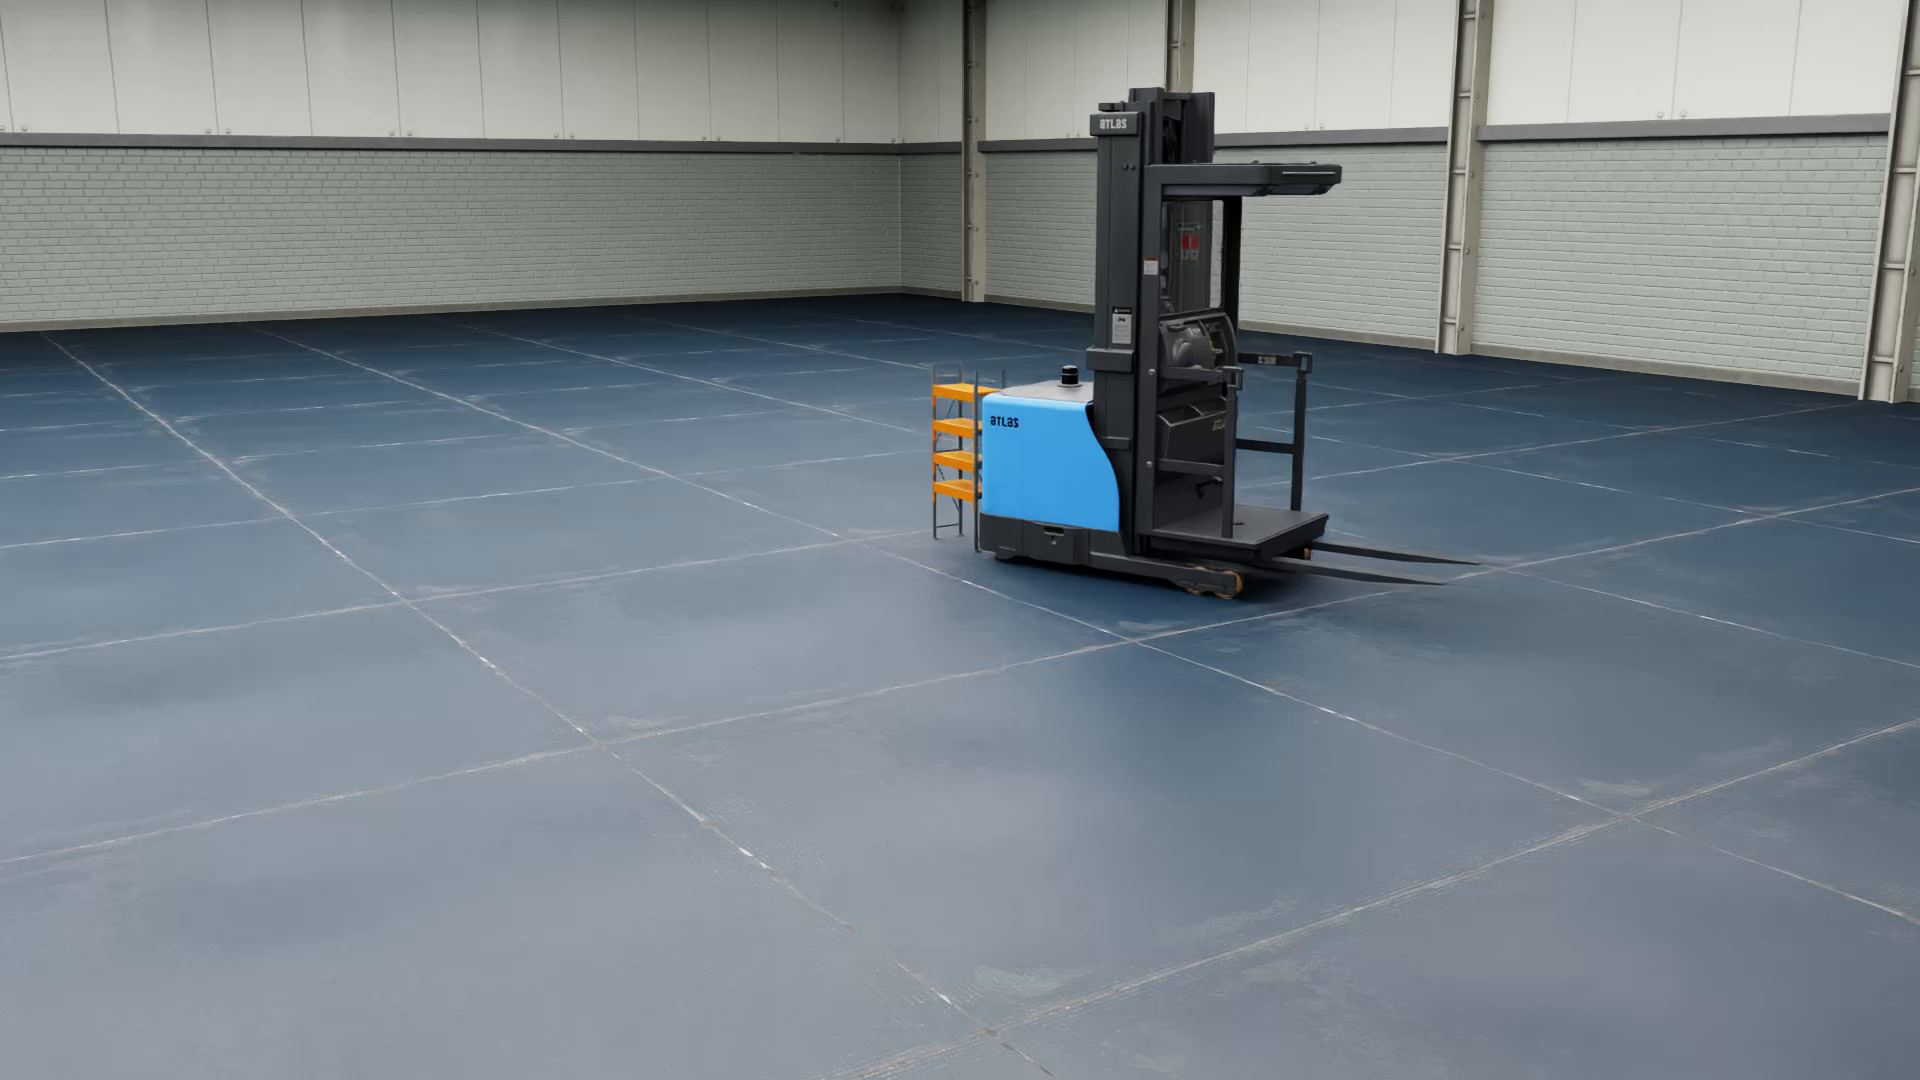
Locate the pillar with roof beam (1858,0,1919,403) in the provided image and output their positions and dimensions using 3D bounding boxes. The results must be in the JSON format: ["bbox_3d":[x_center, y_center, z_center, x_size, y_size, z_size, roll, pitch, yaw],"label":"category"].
[{"bbox_3d":[6.660,-5.439,15.170,9.100,9.000,0.400,-8,15,-33],"label":"pillar with roof beam"}]

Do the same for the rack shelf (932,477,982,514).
[{"bbox_3d":[0.054,-0.301,11.176,0.258,0.148,0.480,-9,15,-34],"label":"rack shelf"}]

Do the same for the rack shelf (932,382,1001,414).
[{"bbox_3d":[0.054,-0.945,11.035,0.258,0.148,0.480,-9,15,-34],"label":"rack shelf"}]

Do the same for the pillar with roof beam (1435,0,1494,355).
[{"bbox_3d":[3.336,-6.506,20.050,9.100,9.000,0.400,-8,15,-33],"label":"pillar with roof beam"}]

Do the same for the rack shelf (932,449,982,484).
[{"bbox_3d":[0.054,-0.495,11.133,0.258,0.148,0.480,-9,15,-34],"label":"rack shelf"}]

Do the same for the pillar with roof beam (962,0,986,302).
[{"bbox_3d":[-3.313,-8.640,29.809,9.100,9.000,0.400,-8,15,-33],"label":"pillar with roof beam"}]

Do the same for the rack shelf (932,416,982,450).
[{"bbox_3d":[0.054,-0.714,11.085,0.258,0.148,0.480,-9,15,-34],"label":"rack shelf"}]

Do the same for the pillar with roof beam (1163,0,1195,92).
[{"bbox_3d":[0.011,-7.573,24.929,9.100,9.000,0.400,-8,15,-33],"label":"pillar with roof beam"}]

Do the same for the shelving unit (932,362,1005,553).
[{"bbox_3d":[0.054,-0.561,11.119,0.258,1.200,0.503,-9,15,-34],"label":"shelving unit"}]

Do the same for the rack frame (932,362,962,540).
[{"bbox_3d":[-0.086,-0.604,11.314,0.240,1.200,0.015,-9,15,-34],"label":"rack frame"}]

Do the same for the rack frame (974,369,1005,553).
[{"bbox_3d":[0.194,-0.518,10.923,0.240,1.200,0.015,-9,15,-34],"label":"rack frame"}]

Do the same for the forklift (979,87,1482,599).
[{"bbox_3d":[1.627,-1.213,10.047,3.031,2.935,1.130,8,15,34],"label":"forklift"}]
